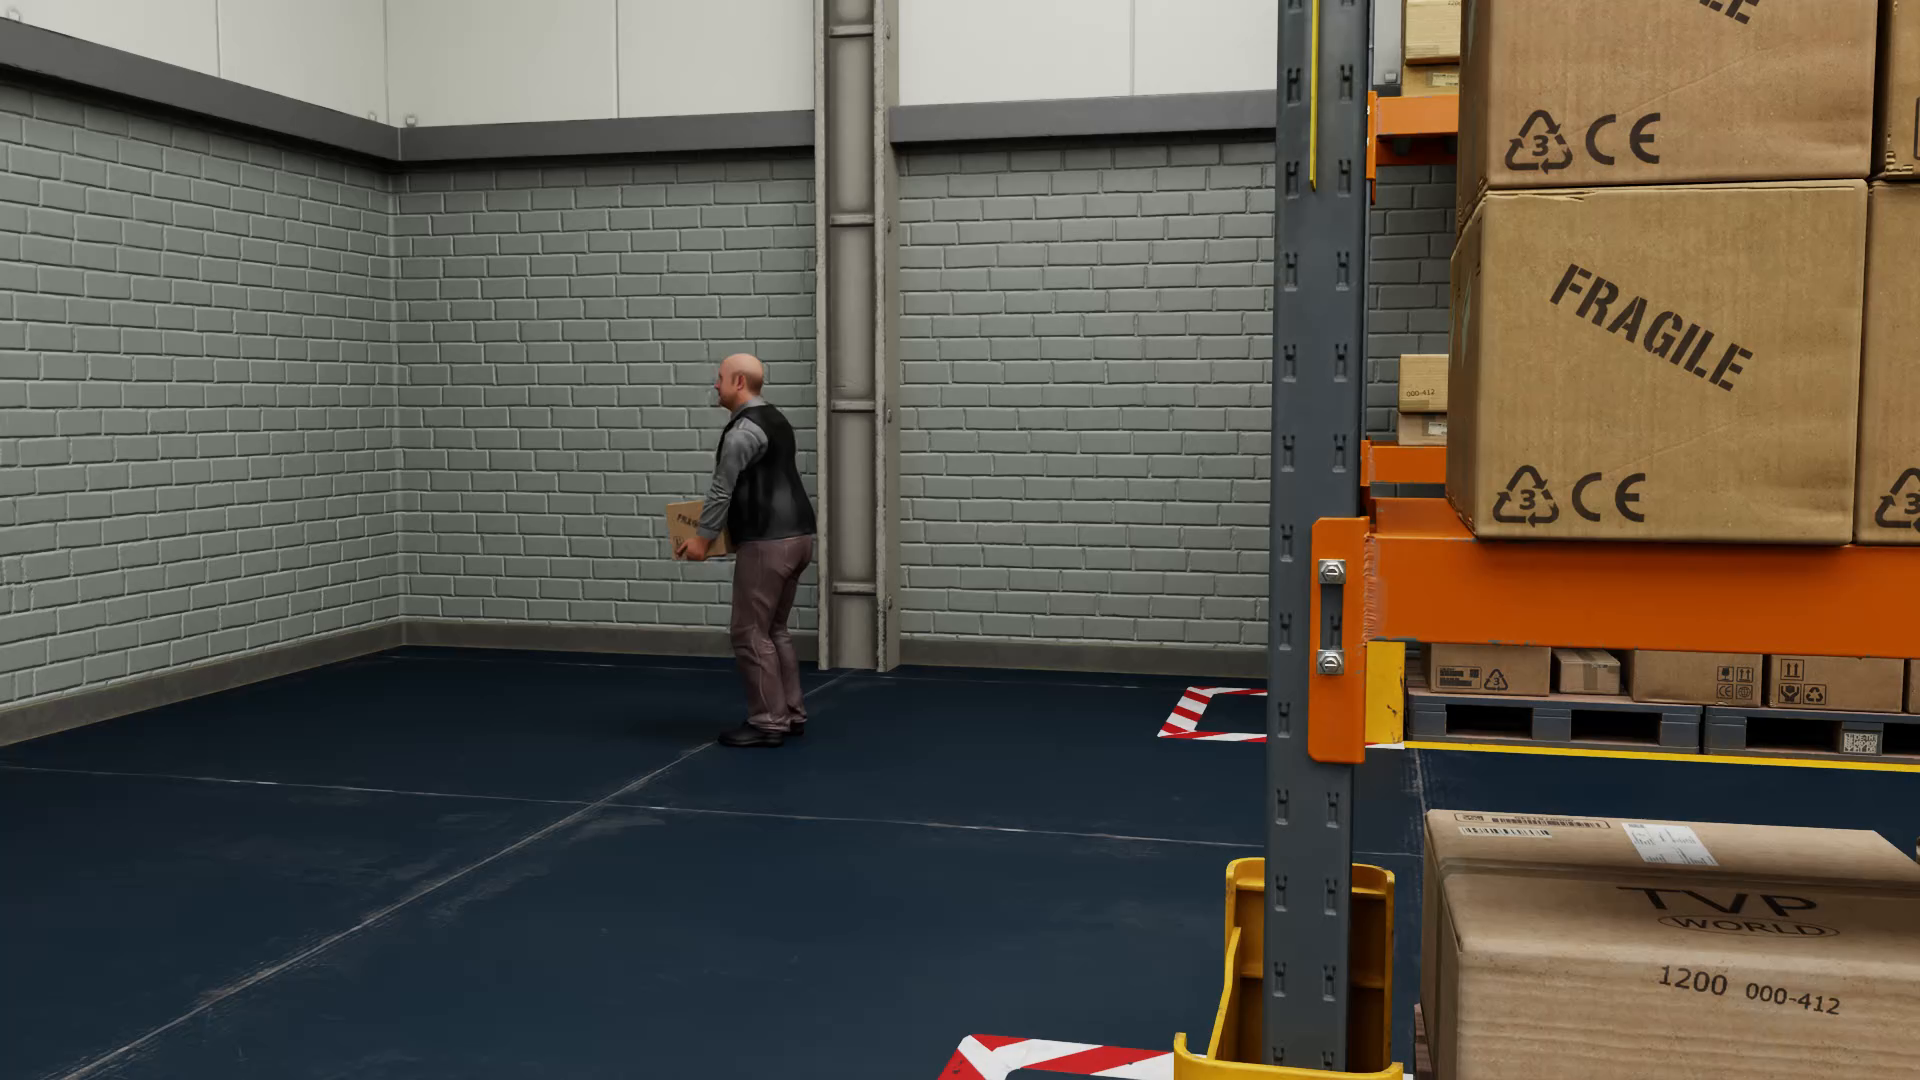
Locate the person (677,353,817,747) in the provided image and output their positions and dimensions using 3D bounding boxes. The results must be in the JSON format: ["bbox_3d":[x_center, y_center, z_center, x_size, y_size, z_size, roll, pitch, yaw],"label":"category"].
[{"bbox_3d":[-0.936,0.037,7.329,0.574,1.711,0.489,1,5,13],"label":"person"}]
